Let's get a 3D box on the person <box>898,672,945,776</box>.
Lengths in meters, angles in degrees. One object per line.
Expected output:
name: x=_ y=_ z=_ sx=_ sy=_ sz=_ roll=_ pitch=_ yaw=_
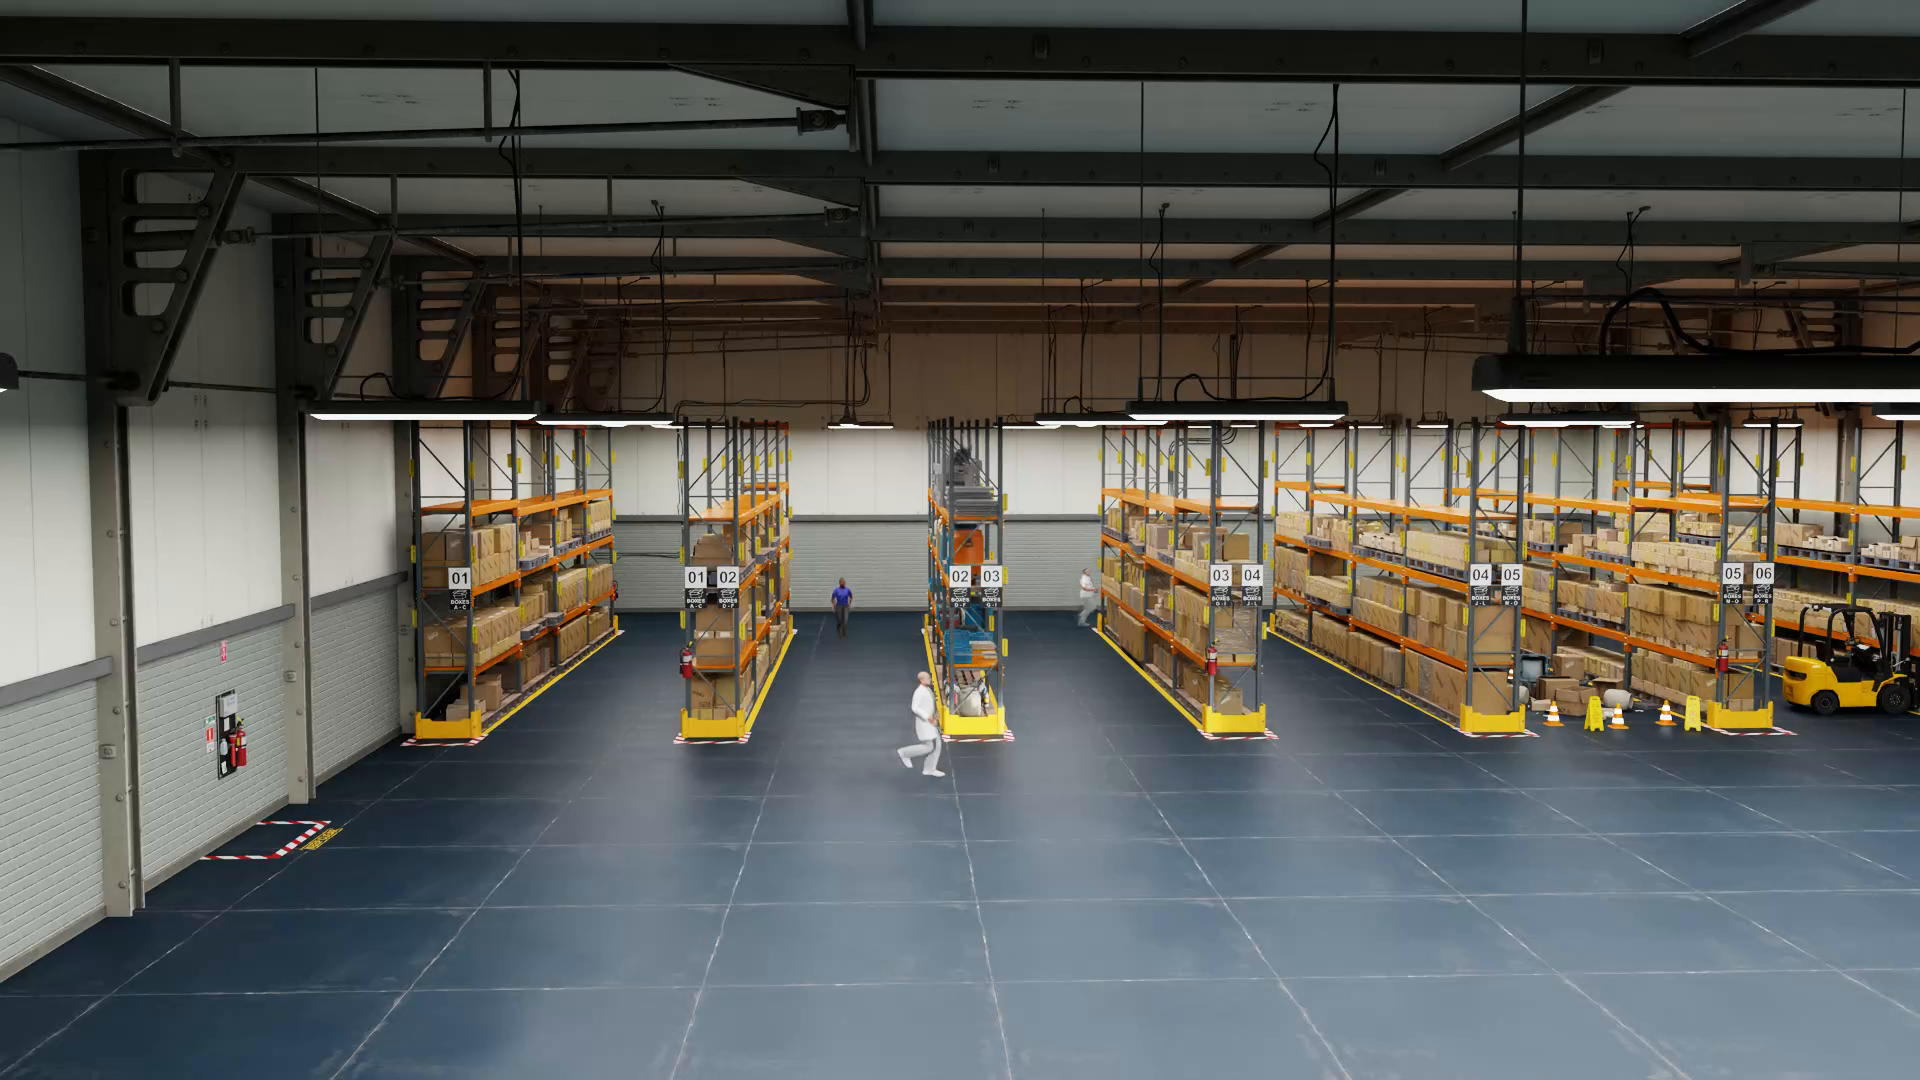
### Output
person: x=-0.634 y=3.058 z=27.673 sx=0.781 sy=1.747 sz=0.712 roll=1 pitch=4 yaw=13

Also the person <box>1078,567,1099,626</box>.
person: x=3.790 y=1.660 z=48.888 sx=0.621 sy=1.764 sz=0.648 roll=0 pitch=4 yaw=8

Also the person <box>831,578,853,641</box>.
person: x=-3.077 y=1.805 z=43.522 sx=0.575 sy=1.619 sz=0.622 roll=-1 pitch=4 yaw=-12
